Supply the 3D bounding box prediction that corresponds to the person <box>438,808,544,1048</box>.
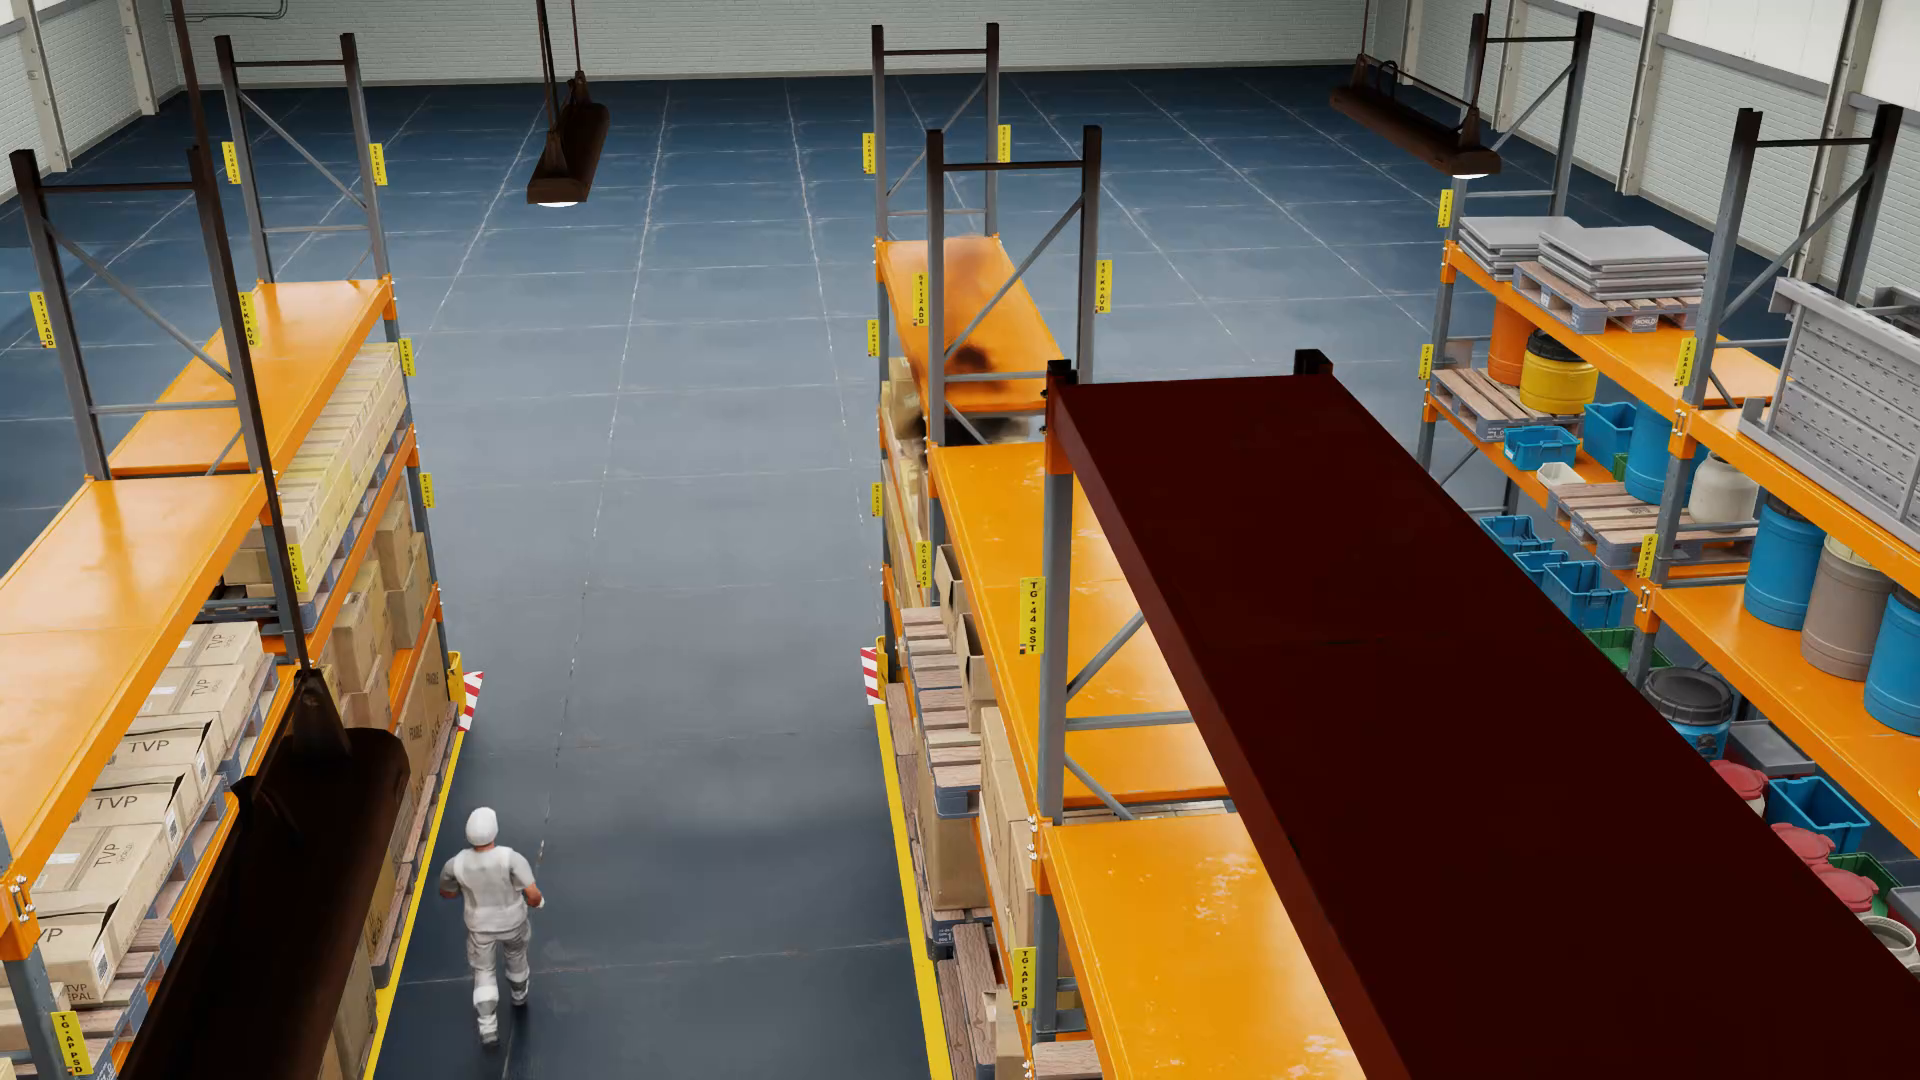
[{"bbox_3d":[-3.090,2.545,11.077,0.667,1.768,0.963,-4,26,-9],"label":"person"}]
